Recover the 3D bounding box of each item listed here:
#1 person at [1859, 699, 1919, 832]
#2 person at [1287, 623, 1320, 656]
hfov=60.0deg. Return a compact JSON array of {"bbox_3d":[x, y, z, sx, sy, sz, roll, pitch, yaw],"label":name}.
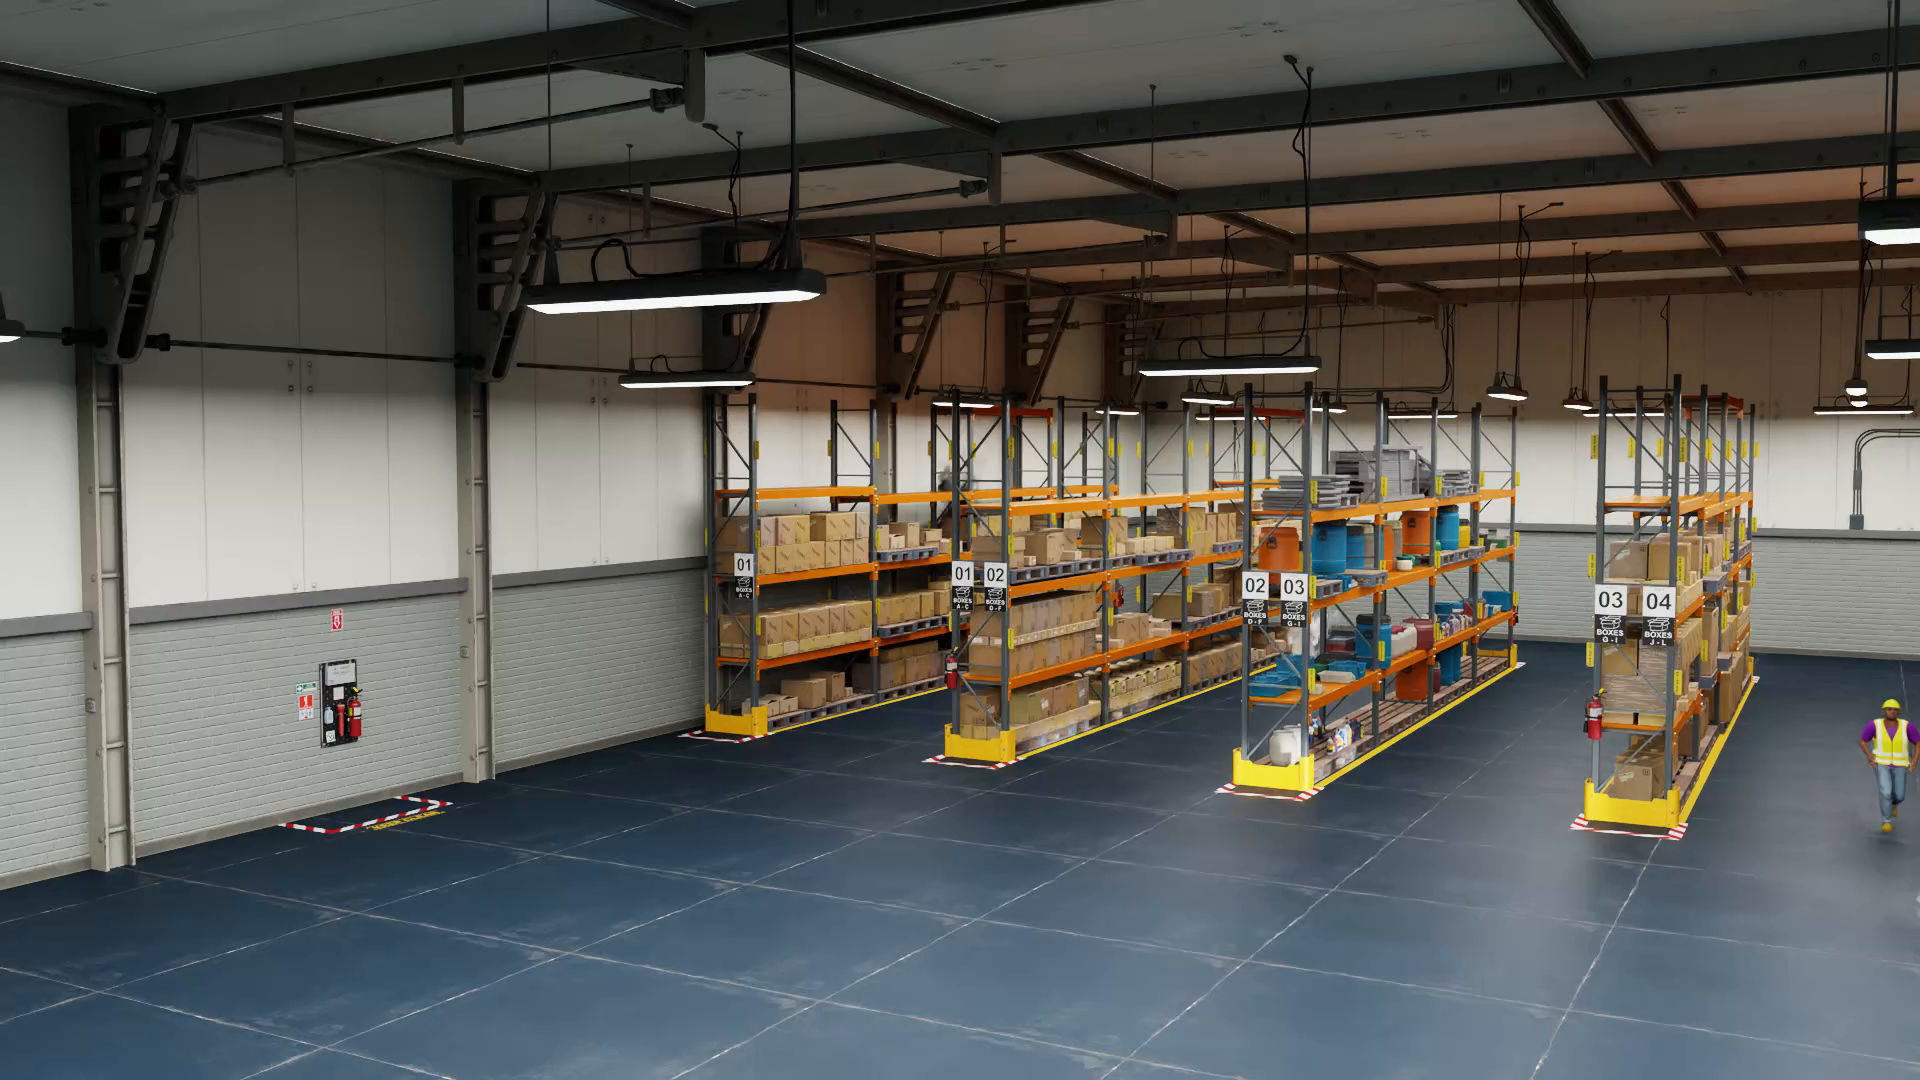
[{"bbox_3d":[12.299,2.955,21.996,0.727,1.727,0.666,1,3,21],"label":"person"},{"bbox_3d":[7.018,2.295,34.020,0.696,1.731,0.639,1,3,23],"label":"person"}]
